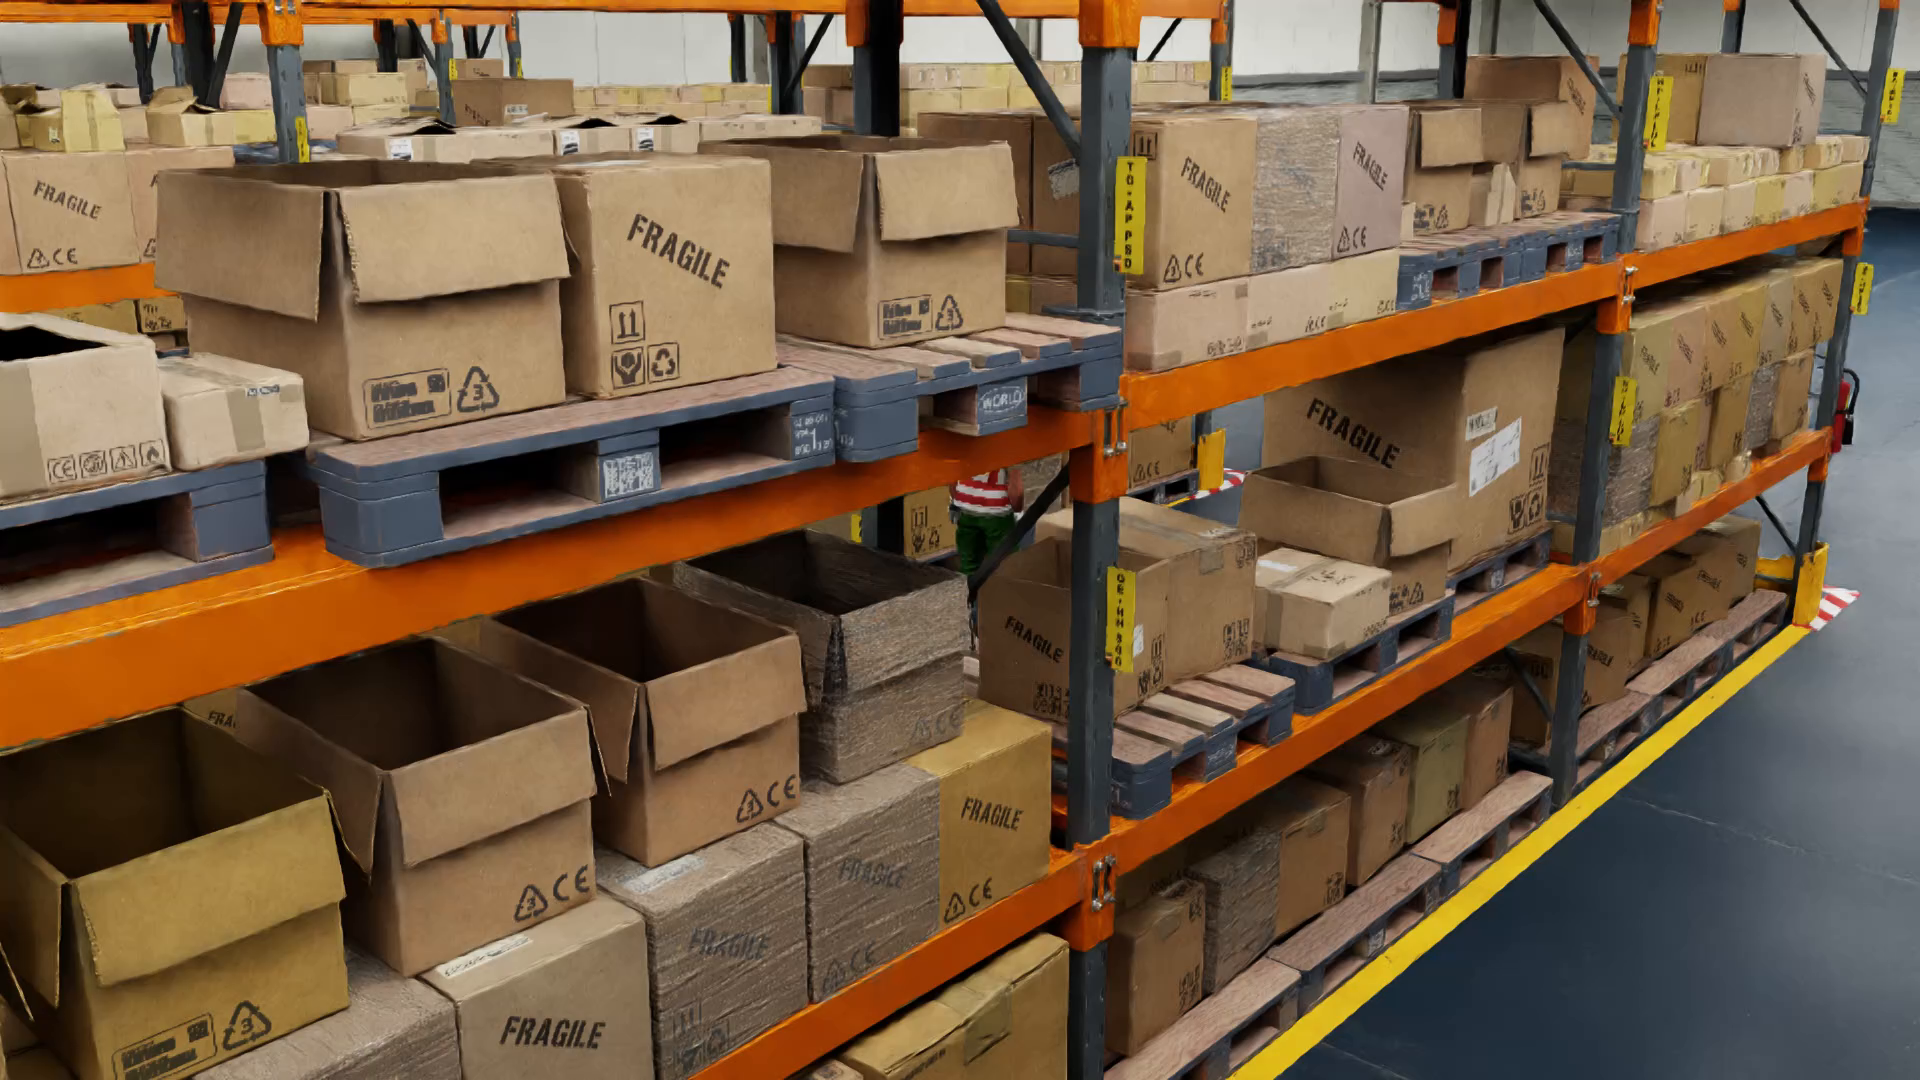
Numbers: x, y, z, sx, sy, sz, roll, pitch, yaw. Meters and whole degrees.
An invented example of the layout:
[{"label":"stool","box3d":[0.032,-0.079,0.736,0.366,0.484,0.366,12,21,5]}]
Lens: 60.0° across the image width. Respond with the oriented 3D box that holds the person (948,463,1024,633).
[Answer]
[{"label":"person","box3d":[0.193,-0.194,10.565,0.591,1.796,0.405,12,20,34]}]
